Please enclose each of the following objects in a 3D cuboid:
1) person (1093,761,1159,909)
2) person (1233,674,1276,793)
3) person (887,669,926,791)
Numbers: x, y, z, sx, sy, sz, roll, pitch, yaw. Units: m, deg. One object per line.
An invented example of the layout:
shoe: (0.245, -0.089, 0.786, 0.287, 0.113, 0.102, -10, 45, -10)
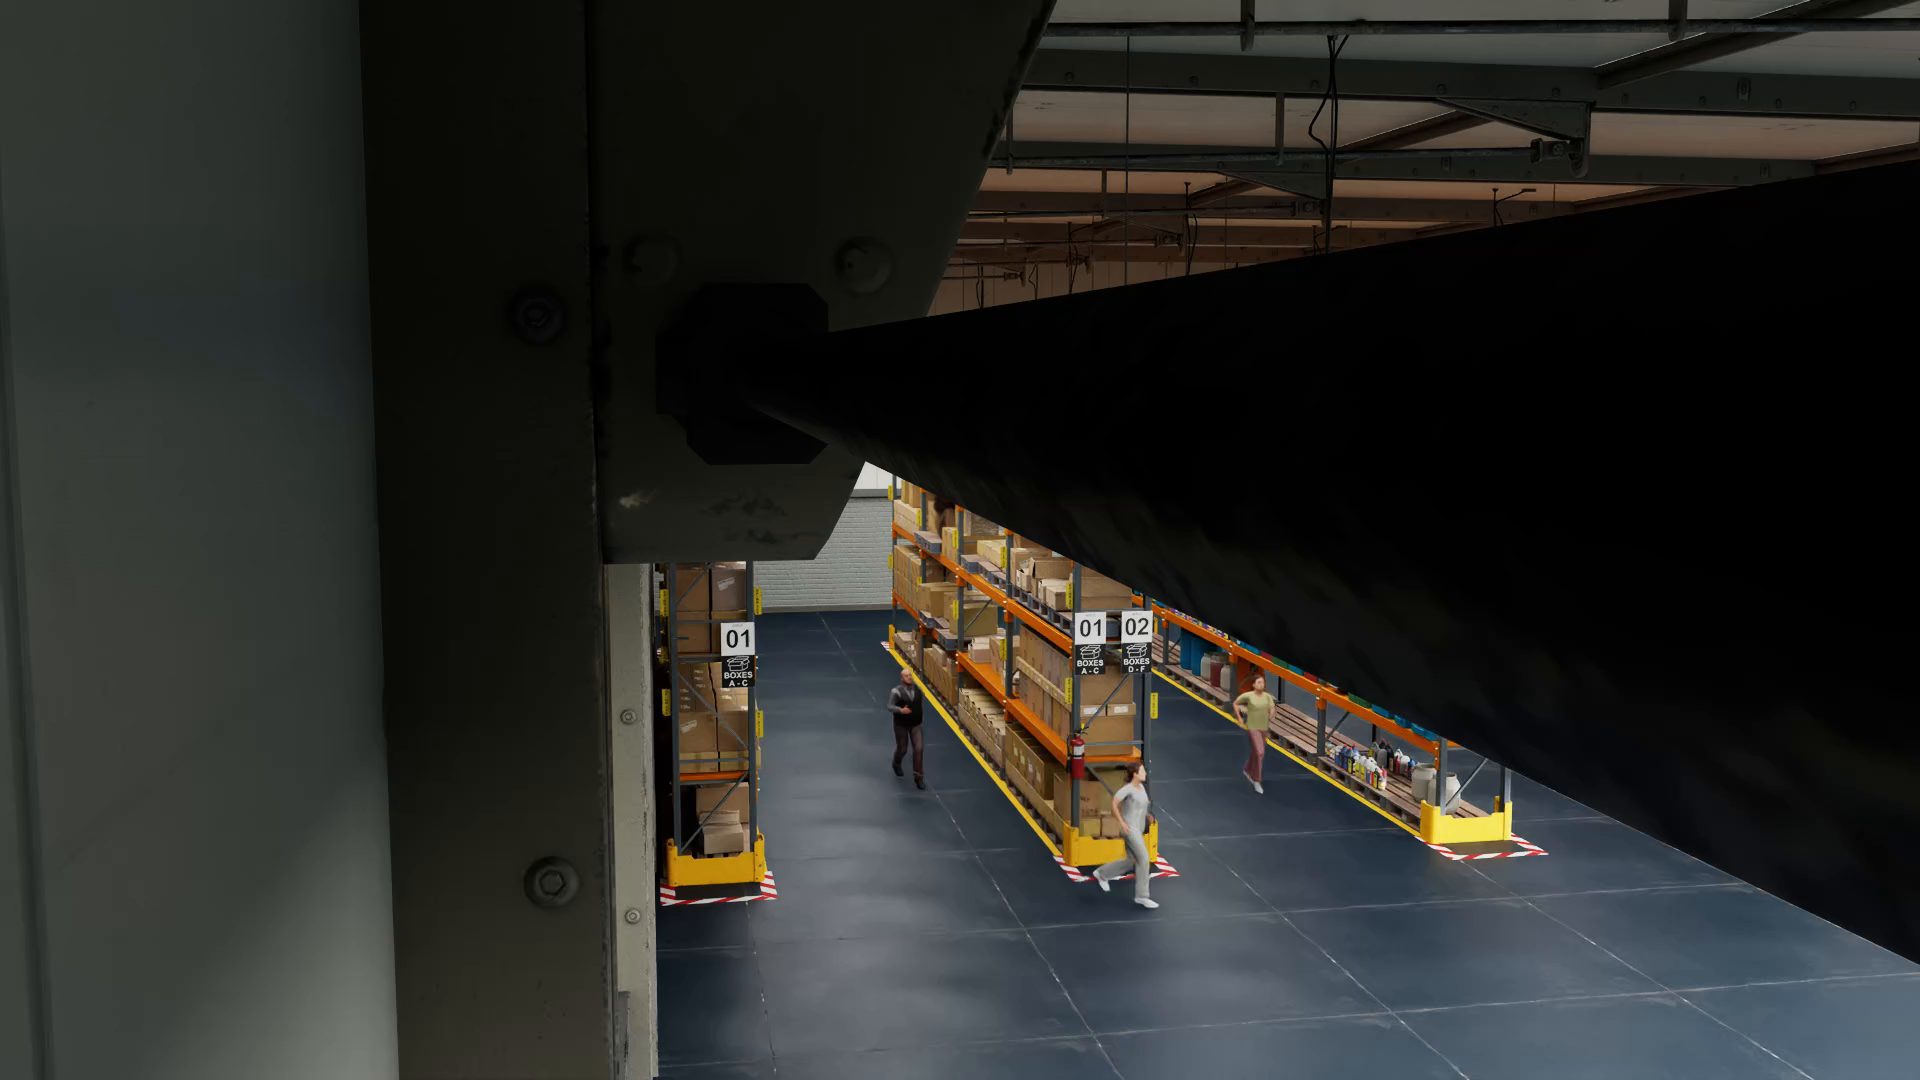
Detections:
person: (2.006, 3.413, 19.540, 0.869, 1.643, 0.609, 4, 7, 30)
person: (4.390, 2.840, 24.641, 0.546, 1.727, 0.742, -3, 7, -24)
person: (-0.787, 2.786, 24.816, 0.654, 1.752, 0.922, -3, 7, -22)
